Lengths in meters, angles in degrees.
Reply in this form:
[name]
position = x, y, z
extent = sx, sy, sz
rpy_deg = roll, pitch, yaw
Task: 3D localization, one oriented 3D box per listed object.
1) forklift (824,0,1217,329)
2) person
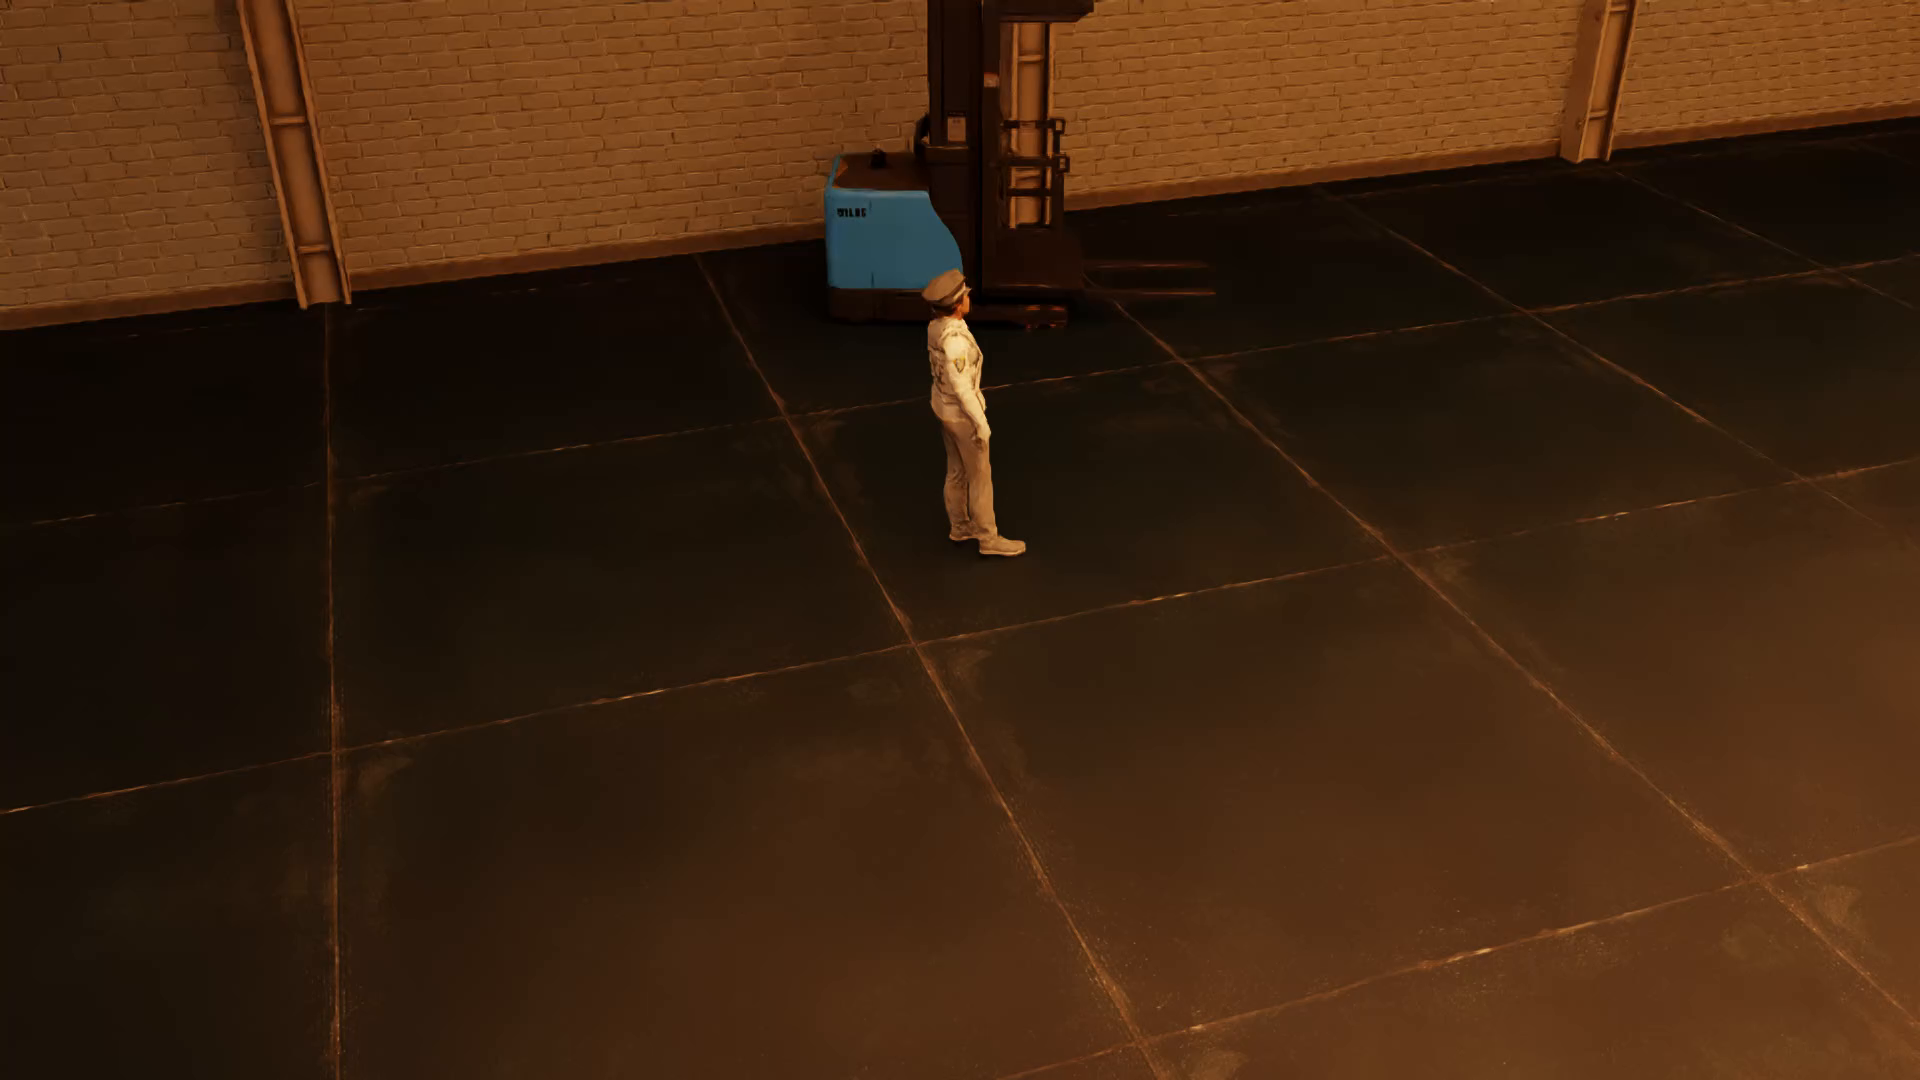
[forklift]
position = 0.488, -3.174, 12.604
extent = 3.031, 2.935, 1.130
rpy_deg = 1, 30, 1
[person]
position = 0.067, -0.748, 9.613
extent = 0.533, 1.695, 0.586
rpy_deg = -10, 31, -16
